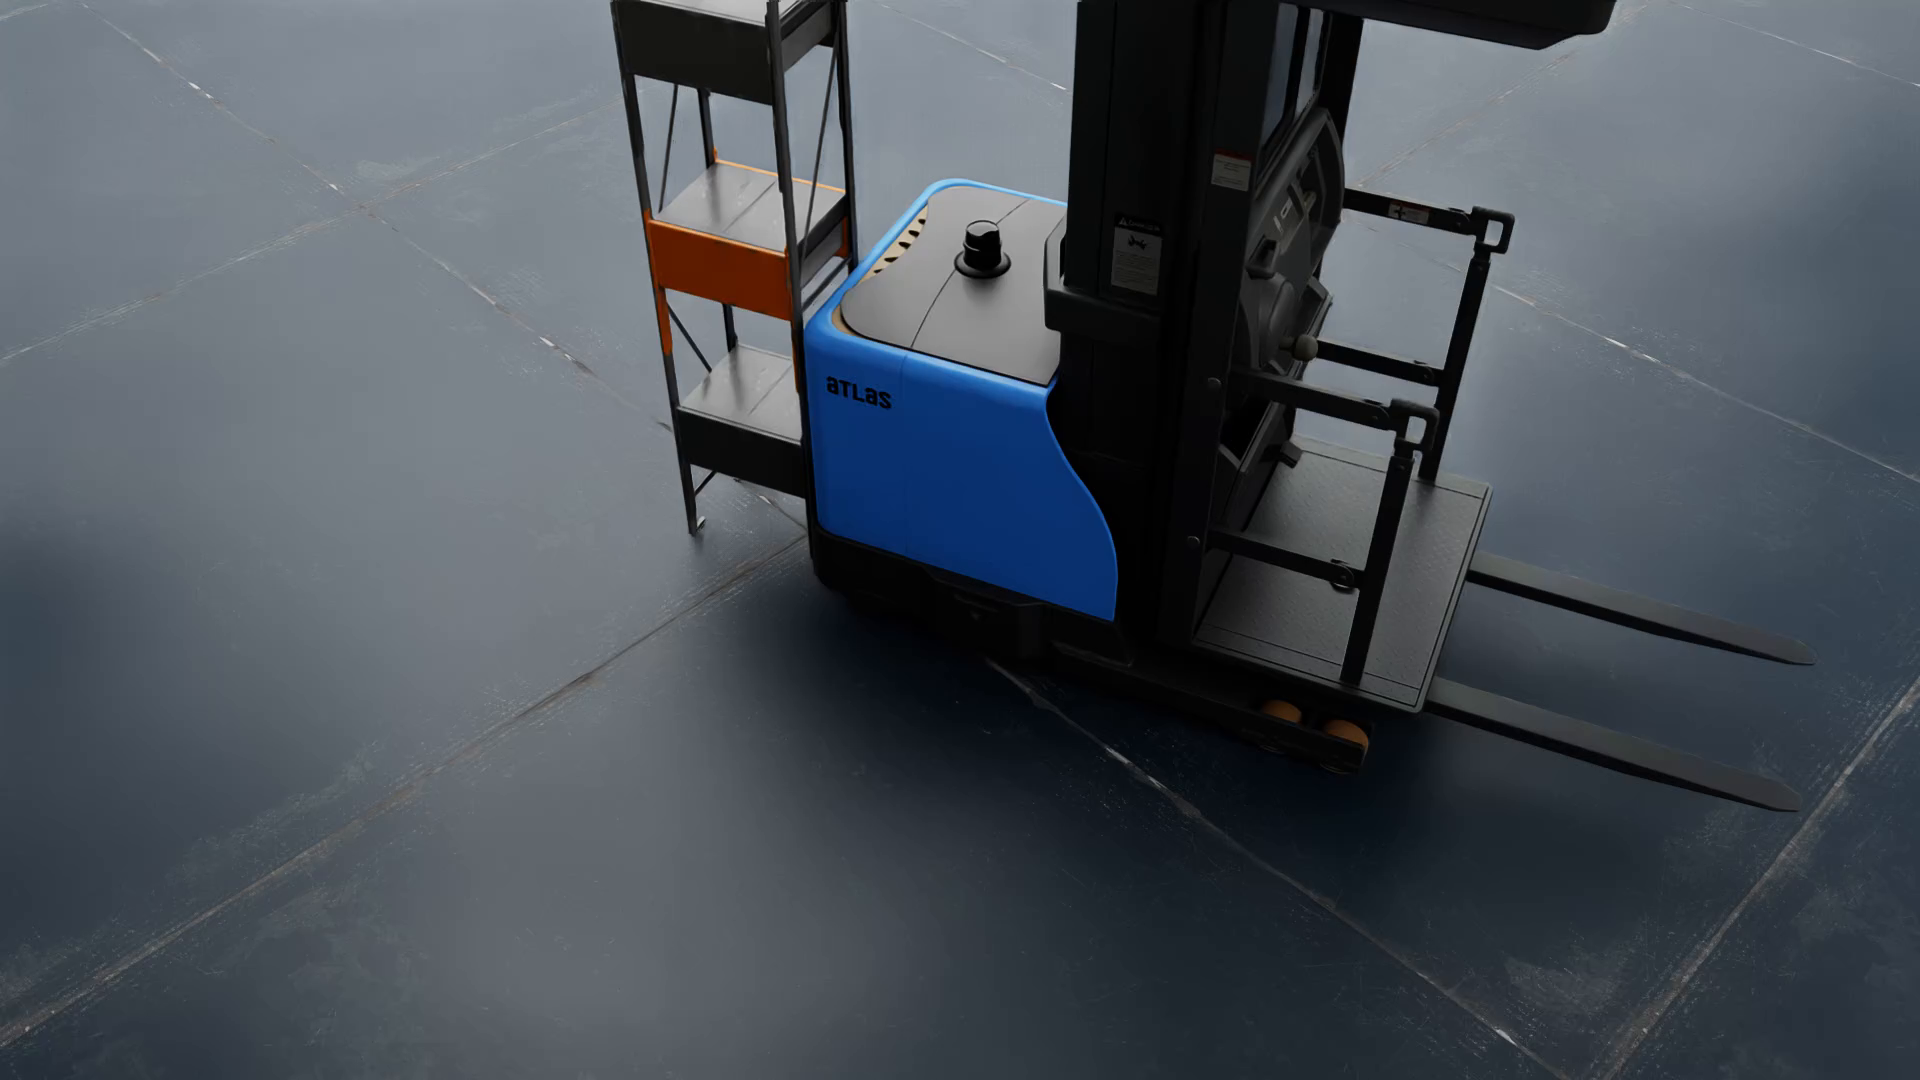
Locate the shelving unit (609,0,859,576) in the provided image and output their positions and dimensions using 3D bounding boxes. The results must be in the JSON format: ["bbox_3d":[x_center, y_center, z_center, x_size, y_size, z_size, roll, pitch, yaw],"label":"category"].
[{"bbox_3d":[-0.628,-0.844,5.116,0.503,2.100,0.431,17,45,18],"label":"shelving unit"}]

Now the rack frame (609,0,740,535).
[{"bbox_3d":[-0.850,-0.912,5.190,0.015,2.100,0.400,17,45,18],"label":"rack frame"}]

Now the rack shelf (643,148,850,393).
[{"bbox_3d":[-0.628,-0.834,5.126,0.480,0.518,0.431,17,45,18],"label":"rack shelf"}]

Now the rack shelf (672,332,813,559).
[{"bbox_3d":[-0.628,-0.320,5.601,0.480,0.518,0.431,17,45,18],"label":"rack shelf"}]

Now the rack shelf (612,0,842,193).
[{"bbox_3d":[-0.628,-1.348,4.650,0.480,0.518,0.431,17,45,18],"label":"rack shelf"}]

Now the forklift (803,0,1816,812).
[{"bbox_3d":[1.085,-0.789,4.445,3.031,2.935,1.130,17,45,18],"label":"forklift"}]

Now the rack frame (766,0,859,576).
[{"bbox_3d":[-0.406,-0.776,5.043,0.015,2.100,0.400,17,45,18],"label":"rack frame"}]
